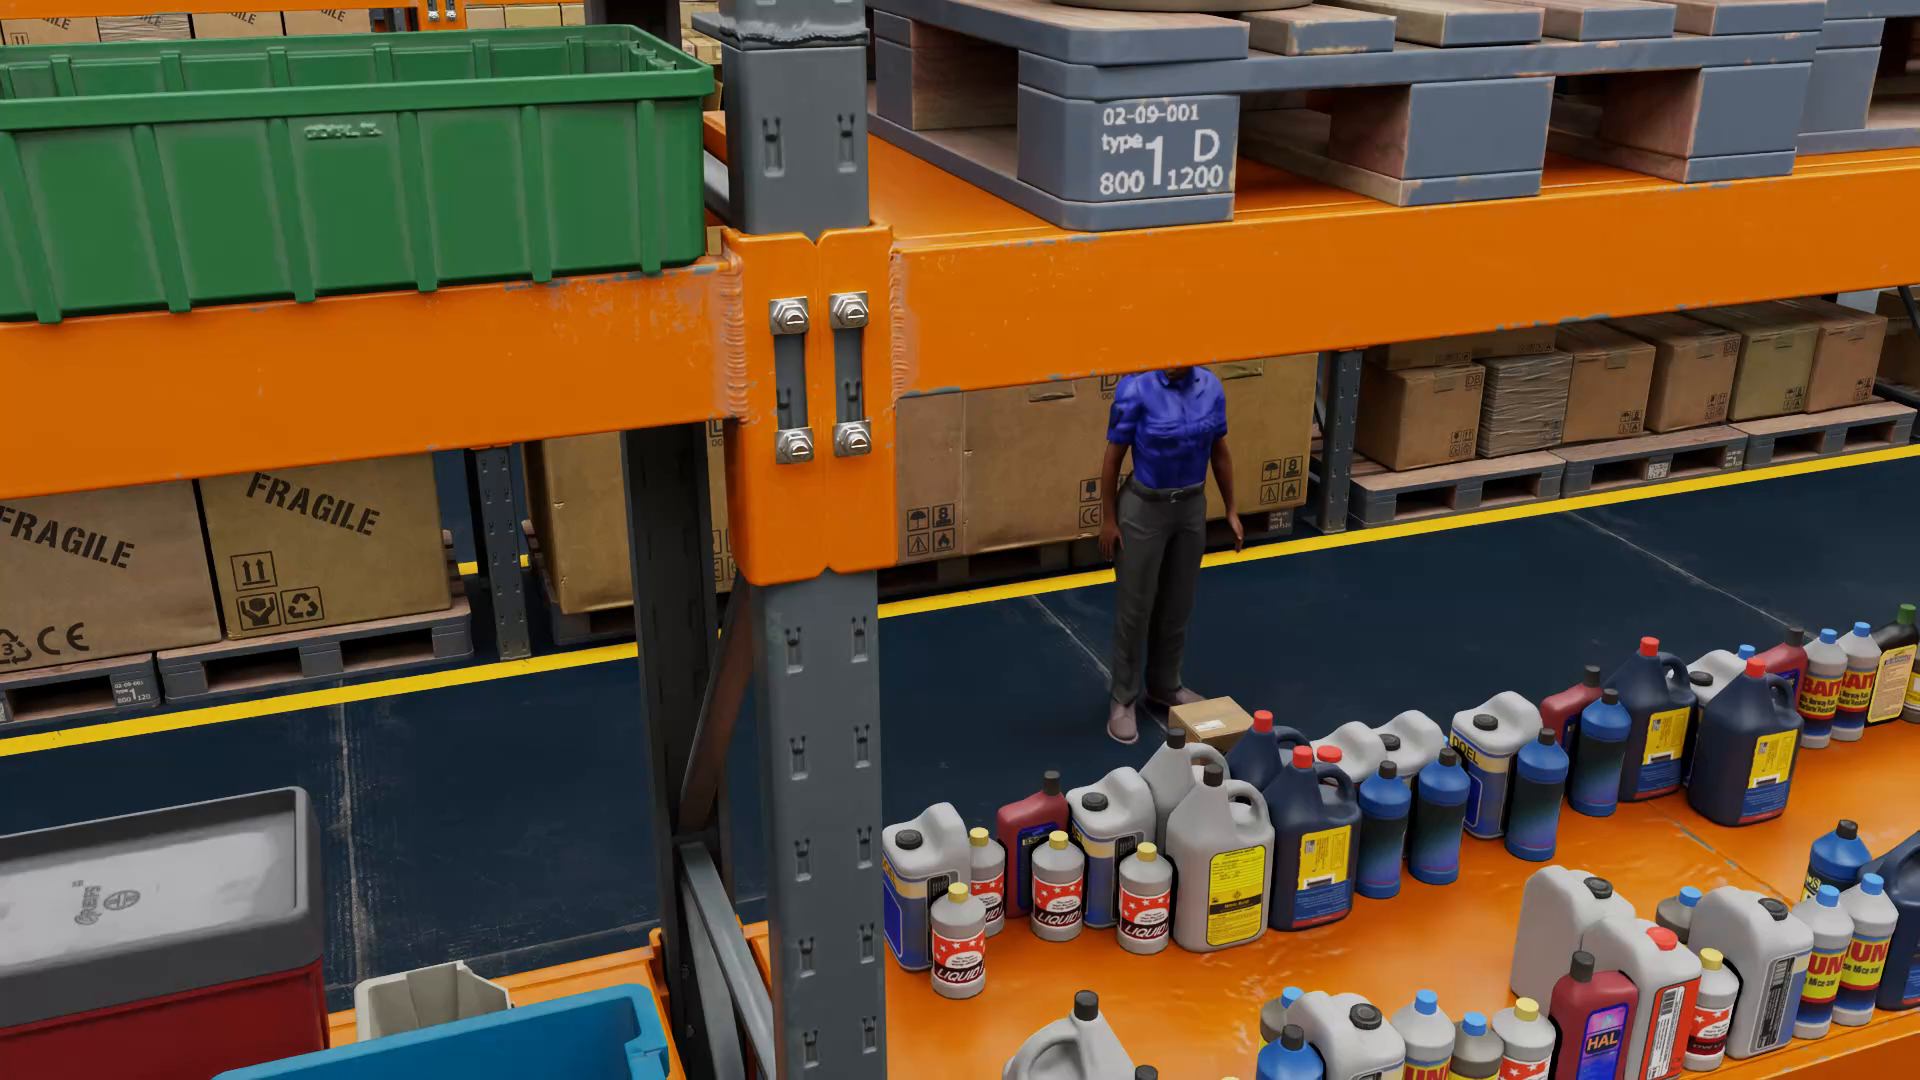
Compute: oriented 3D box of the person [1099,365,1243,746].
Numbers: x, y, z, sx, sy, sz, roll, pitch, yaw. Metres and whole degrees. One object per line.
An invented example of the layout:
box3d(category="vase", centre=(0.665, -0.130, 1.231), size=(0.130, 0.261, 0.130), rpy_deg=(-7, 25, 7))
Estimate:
box3d(category="person", centre=(0.784, -0.068, 6.260), size=(0.543, 1.664, 0.333), rpy_deg=(-11, 25, -25))
